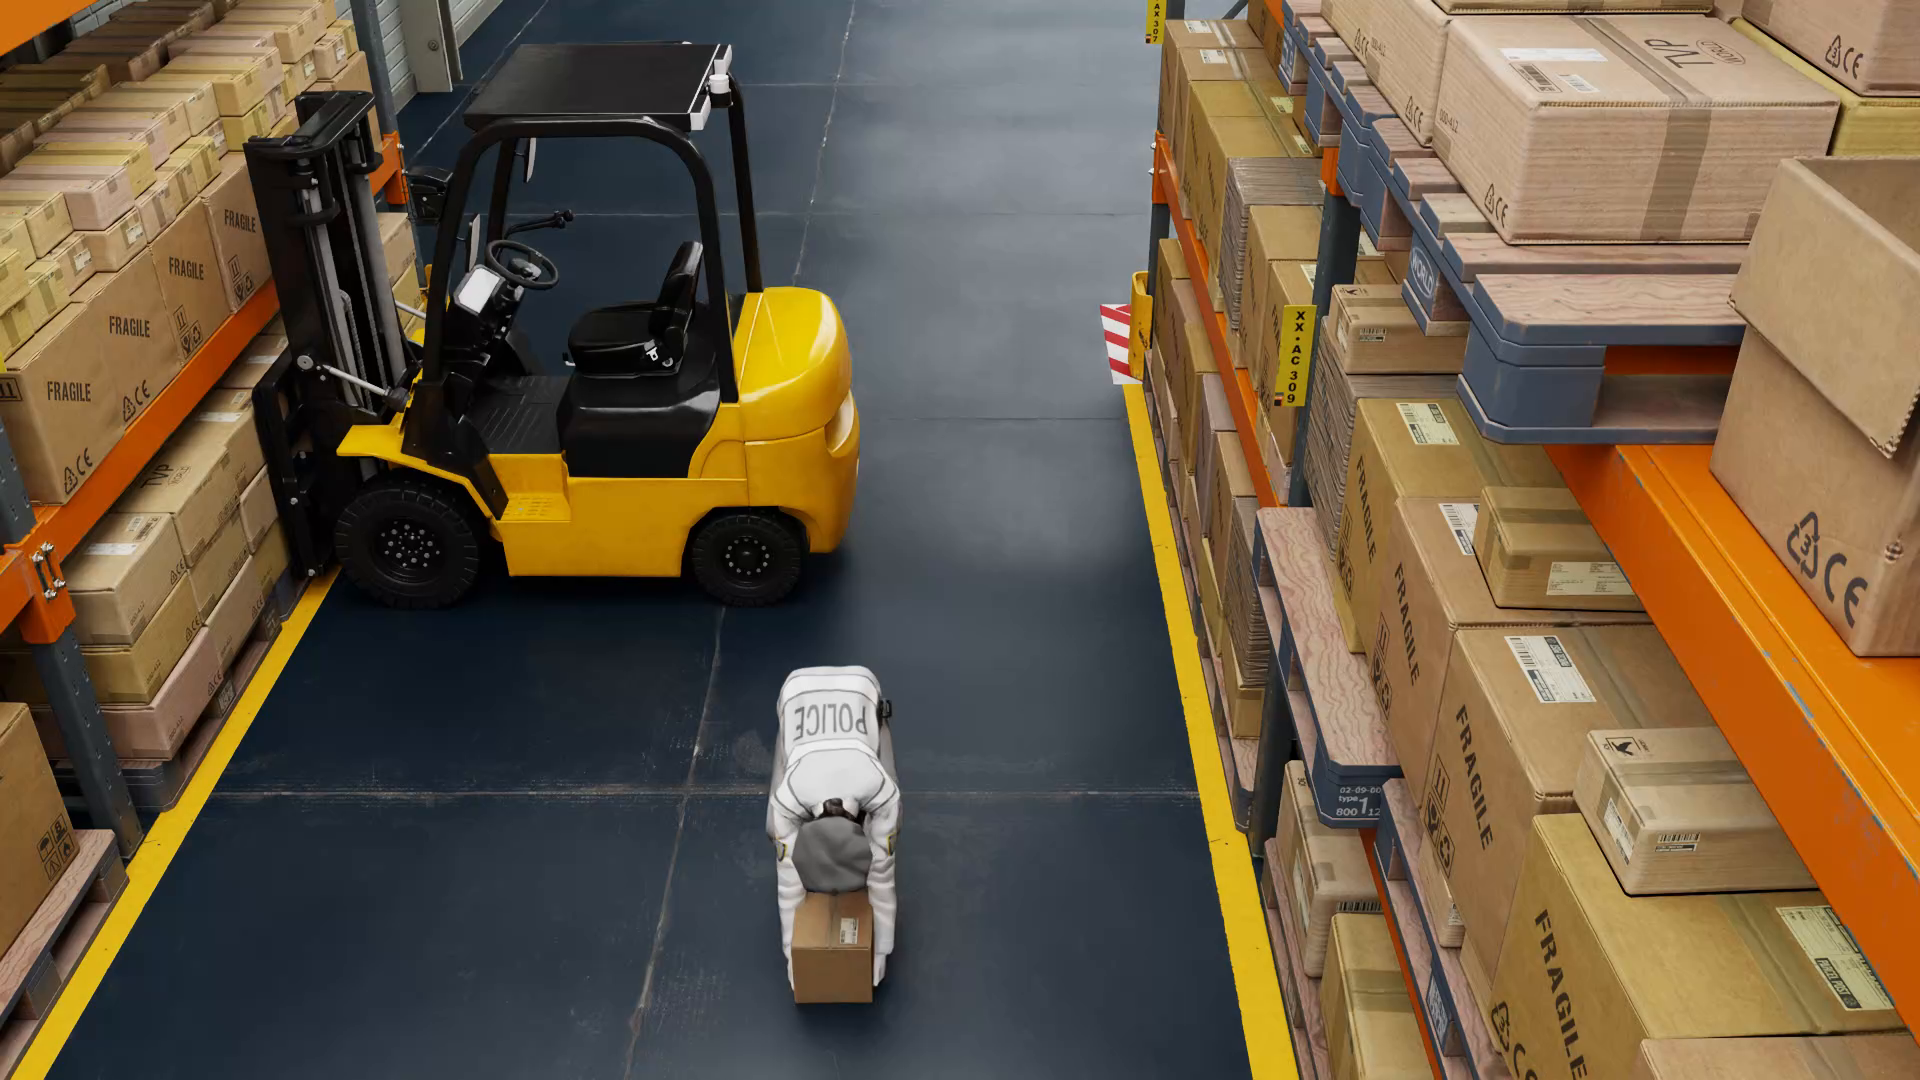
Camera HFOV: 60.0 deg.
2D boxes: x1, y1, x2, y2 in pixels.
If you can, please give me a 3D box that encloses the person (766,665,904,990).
[{"bbox_3d":[-0.412,0.928,5.483,0.453,0.813,0.901,-1,32,-2],"label":"person"}]
